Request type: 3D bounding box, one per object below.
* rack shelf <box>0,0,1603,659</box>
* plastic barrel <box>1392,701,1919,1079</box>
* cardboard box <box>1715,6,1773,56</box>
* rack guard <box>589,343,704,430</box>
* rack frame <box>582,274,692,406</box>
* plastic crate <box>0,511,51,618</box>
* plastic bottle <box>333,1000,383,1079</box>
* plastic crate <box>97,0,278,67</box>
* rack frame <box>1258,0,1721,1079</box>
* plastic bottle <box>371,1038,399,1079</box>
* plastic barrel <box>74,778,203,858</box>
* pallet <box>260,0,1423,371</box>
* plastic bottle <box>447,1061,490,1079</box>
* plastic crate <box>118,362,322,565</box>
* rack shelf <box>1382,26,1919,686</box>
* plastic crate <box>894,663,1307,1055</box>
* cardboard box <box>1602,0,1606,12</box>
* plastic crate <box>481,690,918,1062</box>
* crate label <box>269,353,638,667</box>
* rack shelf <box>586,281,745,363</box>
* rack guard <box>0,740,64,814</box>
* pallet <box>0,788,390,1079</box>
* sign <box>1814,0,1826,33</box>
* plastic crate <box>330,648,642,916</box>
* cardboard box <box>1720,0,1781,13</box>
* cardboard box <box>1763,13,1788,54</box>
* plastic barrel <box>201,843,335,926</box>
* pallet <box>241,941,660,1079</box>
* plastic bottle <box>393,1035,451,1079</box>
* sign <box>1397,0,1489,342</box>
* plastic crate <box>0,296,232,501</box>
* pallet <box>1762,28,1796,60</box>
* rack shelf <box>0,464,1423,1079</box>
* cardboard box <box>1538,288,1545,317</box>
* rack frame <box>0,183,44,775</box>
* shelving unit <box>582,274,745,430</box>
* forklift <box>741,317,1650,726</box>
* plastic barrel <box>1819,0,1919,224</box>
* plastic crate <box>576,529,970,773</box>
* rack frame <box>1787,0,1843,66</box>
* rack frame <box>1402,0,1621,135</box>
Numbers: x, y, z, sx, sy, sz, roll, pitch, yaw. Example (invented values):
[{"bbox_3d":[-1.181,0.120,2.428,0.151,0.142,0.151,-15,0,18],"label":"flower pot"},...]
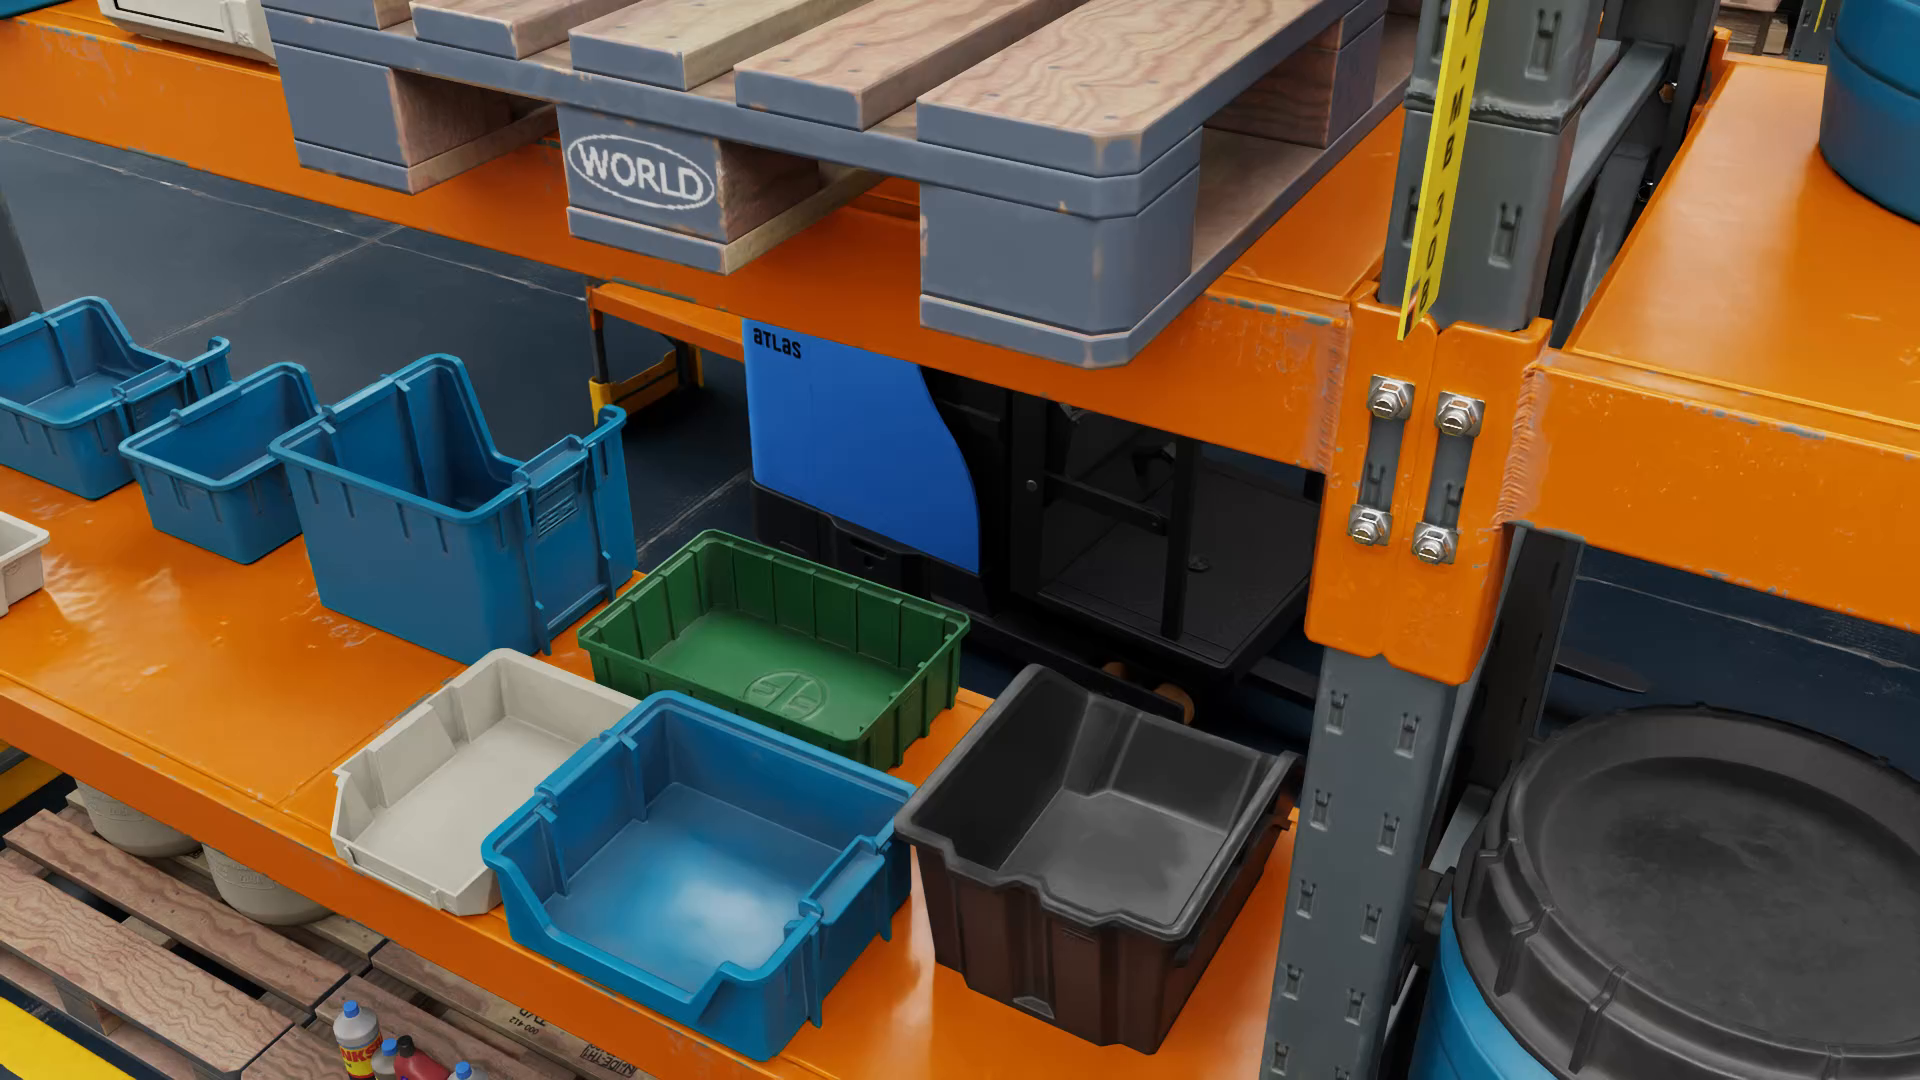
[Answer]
[{"bbox_3d":[-1.068,-0.830,2.733,4.000,0.370,1.077,18,37,24],"label":"rack shelf"},{"bbox_3d":[0.853,0.713,2.021,0.708,0.901,0.600,18,37,24],"label":"plastic barrel"},{"bbox_3d":[2.741,-1.874,6.268,0.500,0.500,0.700,17,37,23],"label":"cardboard box"},{"bbox_3d":[-1.316,-0.664,7.021,0.087,0.250,0.587,22,39,29],"label":"rack guard"},{"bbox_3d":[-1.331,-1.190,6.684,0.032,1.500,0.500,22,39,29],"label":"rack frame"},{"bbox_3d":[-2.187,0.080,3.662,0.250,0.136,0.298,18,37,24],"label":"plastic crate"},{"bbox_3d":[-1.385,1.170,3.851,0.097,0.271,0.097,0,34,0],"label":"plastic bottle"},{"bbox_3d":[-0.926,-0.716,2.151,0.396,0.136,0.243,18,37,24],"label":"plastic crate"},{"bbox_3d":[0.668,0.669,2.539,0.127,3.000,1.000,18,37,24],"label":"rack frame"},{"bbox_3d":[-1.295,1.228,3.828,0.097,0.201,0.097,0,34,0],"label":"plastic bottle"},{"bbox_3d":[-2.195,0.574,4.547,0.421,0.512,0.421,0,34,0],"label":"plastic barrel"},{"bbox_3d":[-0.007,-0.652,1.987,1.003,0.211,1.213,18,37,24],"label":"pallet"},{"bbox_3d":[-1.088,1.264,3.709,0.097,0.271,0.097,0,34,0],"label":"plastic bottle"},{"bbox_3d":[-1.661,-0.194,3.969,0.408,0.251,0.499,18,37,24],"label":"plastic crate"},{"bbox_3d":[2.405,0.270,1.081,4.000,0.370,1.077,18,37,24],"label":"rack shelf"},{"bbox_3d":[0.277,0.490,2.864,0.504,0.338,0.767,18,37,24],"label":"plastic crate"},{"bbox_3d":[2.280,-2.016,6.481,0.500,0.500,0.700,17,37,24],"label":"cardboard box"},{"bbox_3d":[-0.427,0.557,2.841,0.616,0.251,0.499,18,37,24],"label":"plastic crate"},{"bbox_3d":[-1.072,-0.070,3.616,0.616,0.435,0.502,18,37,24],"label":"crate label"},{"bbox_3d":[-0.919,-0.876,6.537,1.000,0.185,0.538,22,39,29],"label":"rack shelf"},{"bbox_3d":[-2.715,0.608,4.886,0.348,0.500,1.175,18,37,24],"label":"rack guard"},{"bbox_3d":[-2.013,0.954,4.627,1.213,0.211,1.003,18,37,24],"label":"pallet"},{"bbox_3d":[2.855,-1.839,5.453,0.005,0.325,0.100,18,37,24],"label":"sign"},{"bbox_3d":[-0.867,0.454,3.099,0.437,0.136,0.530,18,37,24],"label":"plastic crate"},{"bbox_3d":[2.787,-1.997,5.867,0.250,0.149,0.380,18,37,24],"label":"cardboard box"},{"bbox_3d":[5.105,-3.235,10.561,0.250,0.166,0.380,13,36,18],"label":"cardboard box"},{"bbox_3d":[-1.760,0.712,4.340,0.421,0.512,0.421,0,34,0],"label":"plastic barrel"},{"bbox_3d":[-0.958,1.290,4.122,1.213,0.211,1.003,18,37,24],"label":"pallet"},{"bbox_3d":[-1.198,1.236,3.741,0.133,0.283,0.061,18,38,25],"label":"plastic bottle"},{"bbox_3d":[0.386,-0.321,1.312,0.005,0.325,0.100,18,37,24],"label":"sign"},{"bbox_3d":[-2.222,-0.375,4.242,0.616,0.251,0.499,18,37,24],"label":"plastic crate"},{"bbox_3d":[4.983,-3.105,10.723,1.213,0.211,1.003,18,37,24],"label":"pallet"},{"bbox_3d":[-1.068,0.419,3.564,4.000,0.370,1.077,18,37,24],"label":"rack shelf"},{"bbox_3d":[2.190,-1.221,6.803,0.500,0.500,0.500,18,37,24],"label":"cardboard box"},{"bbox_3d":[-2.805,-0.431,4.191,0.127,3.000,1.000,18,37,24],"label":"rack frame"},{"bbox_3d":[-0.912,-1.023,6.433,1.083,1.500,0.587,22,39,29],"label":"shelving unit"},{"bbox_3d":[0.728,-0.929,5.001,3.031,2.935,1.130,22,39,29],"label":"forklift"},{"bbox_3d":[1.217,-0.753,1.515,0.708,0.901,0.600,18,37,24],"label":"plastic barrel"},{"bbox_3d":[-0.370,0.248,3.362,0.662,0.188,0.450,18,37,24],"label":"plastic crate"},{"bbox_3d":[3.129,-1.713,6.117,0.127,3.000,1.000,18,37,24],"label":"rack frame"},{"bbox_3d":[0.668,-1.828,0.876,0.127,3.000,1.000,18,37,24],"label":"rack frame"}]
